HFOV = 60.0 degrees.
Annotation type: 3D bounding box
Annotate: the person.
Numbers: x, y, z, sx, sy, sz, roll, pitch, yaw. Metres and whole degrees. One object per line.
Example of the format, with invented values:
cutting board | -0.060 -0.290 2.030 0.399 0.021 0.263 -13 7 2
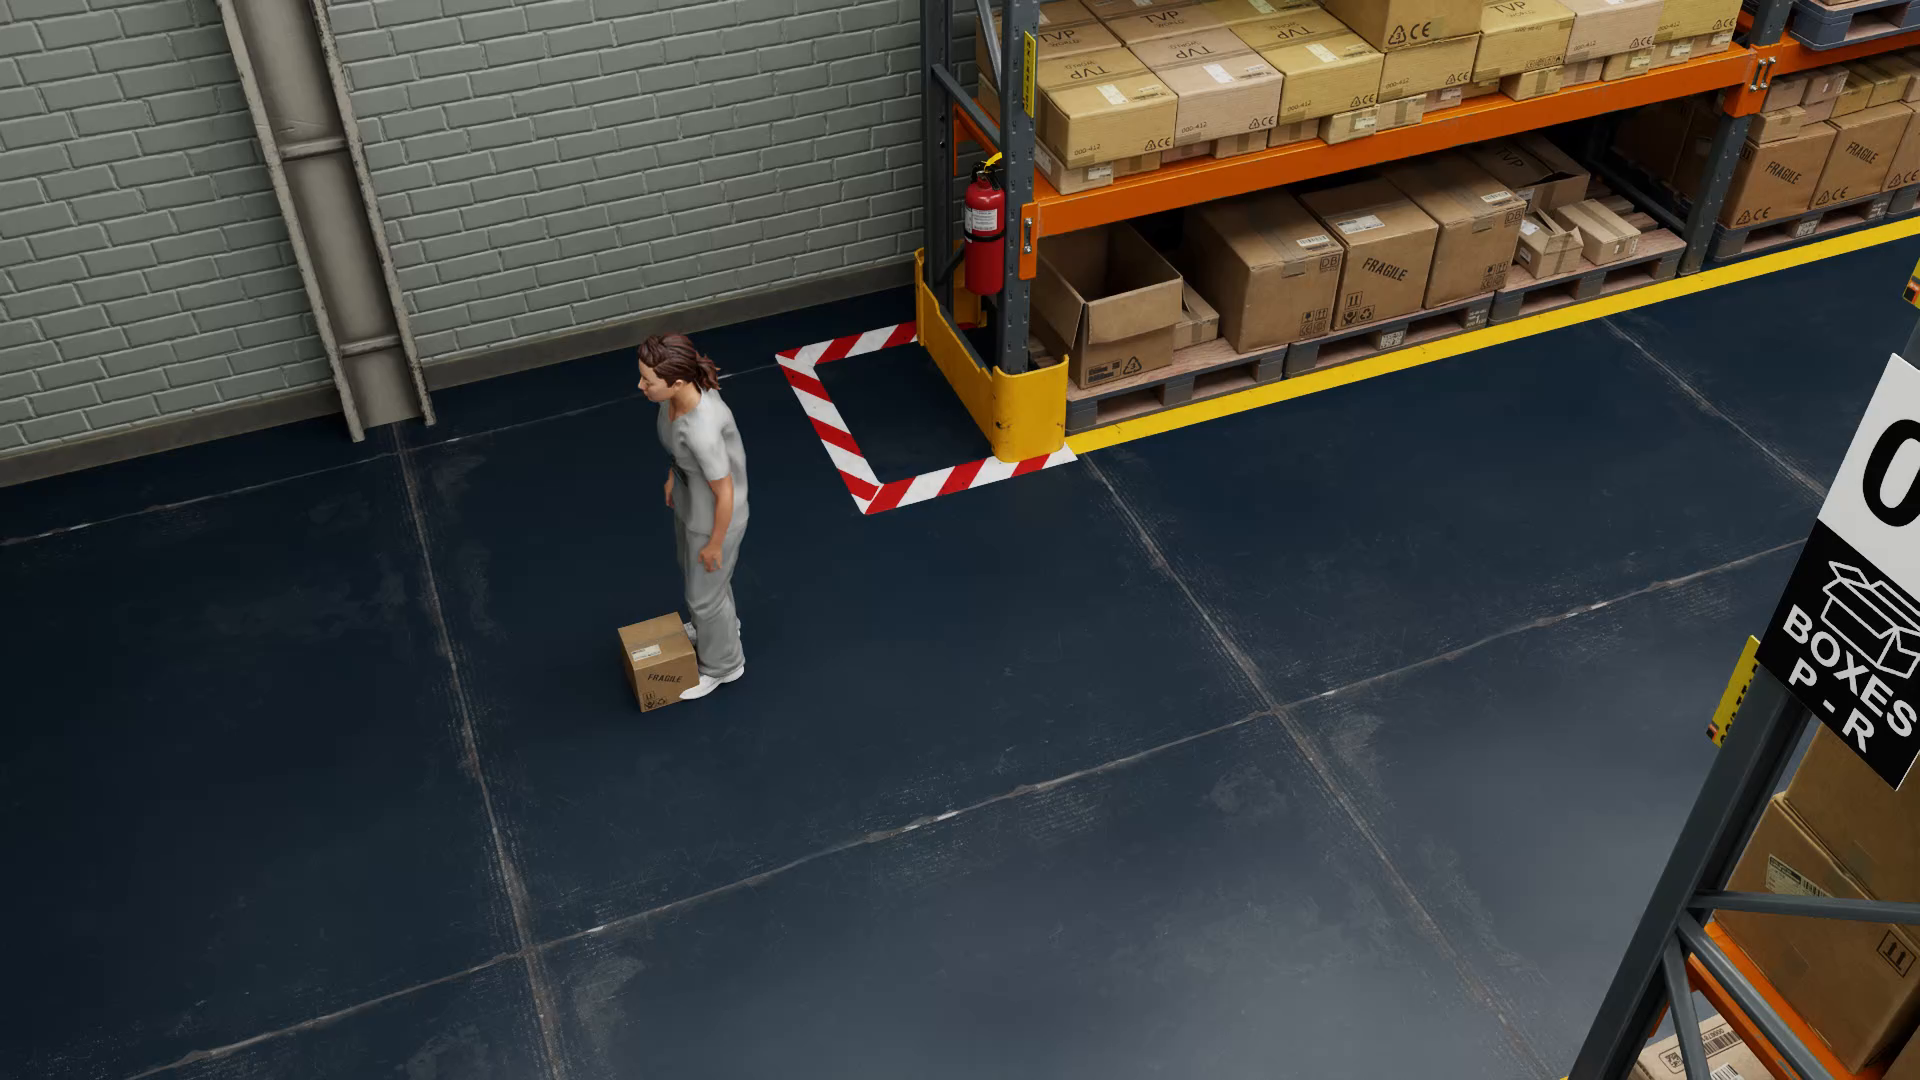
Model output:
person | -1.005 -0.096 6.270 0.409 1.670 0.514 -18 45 -19
